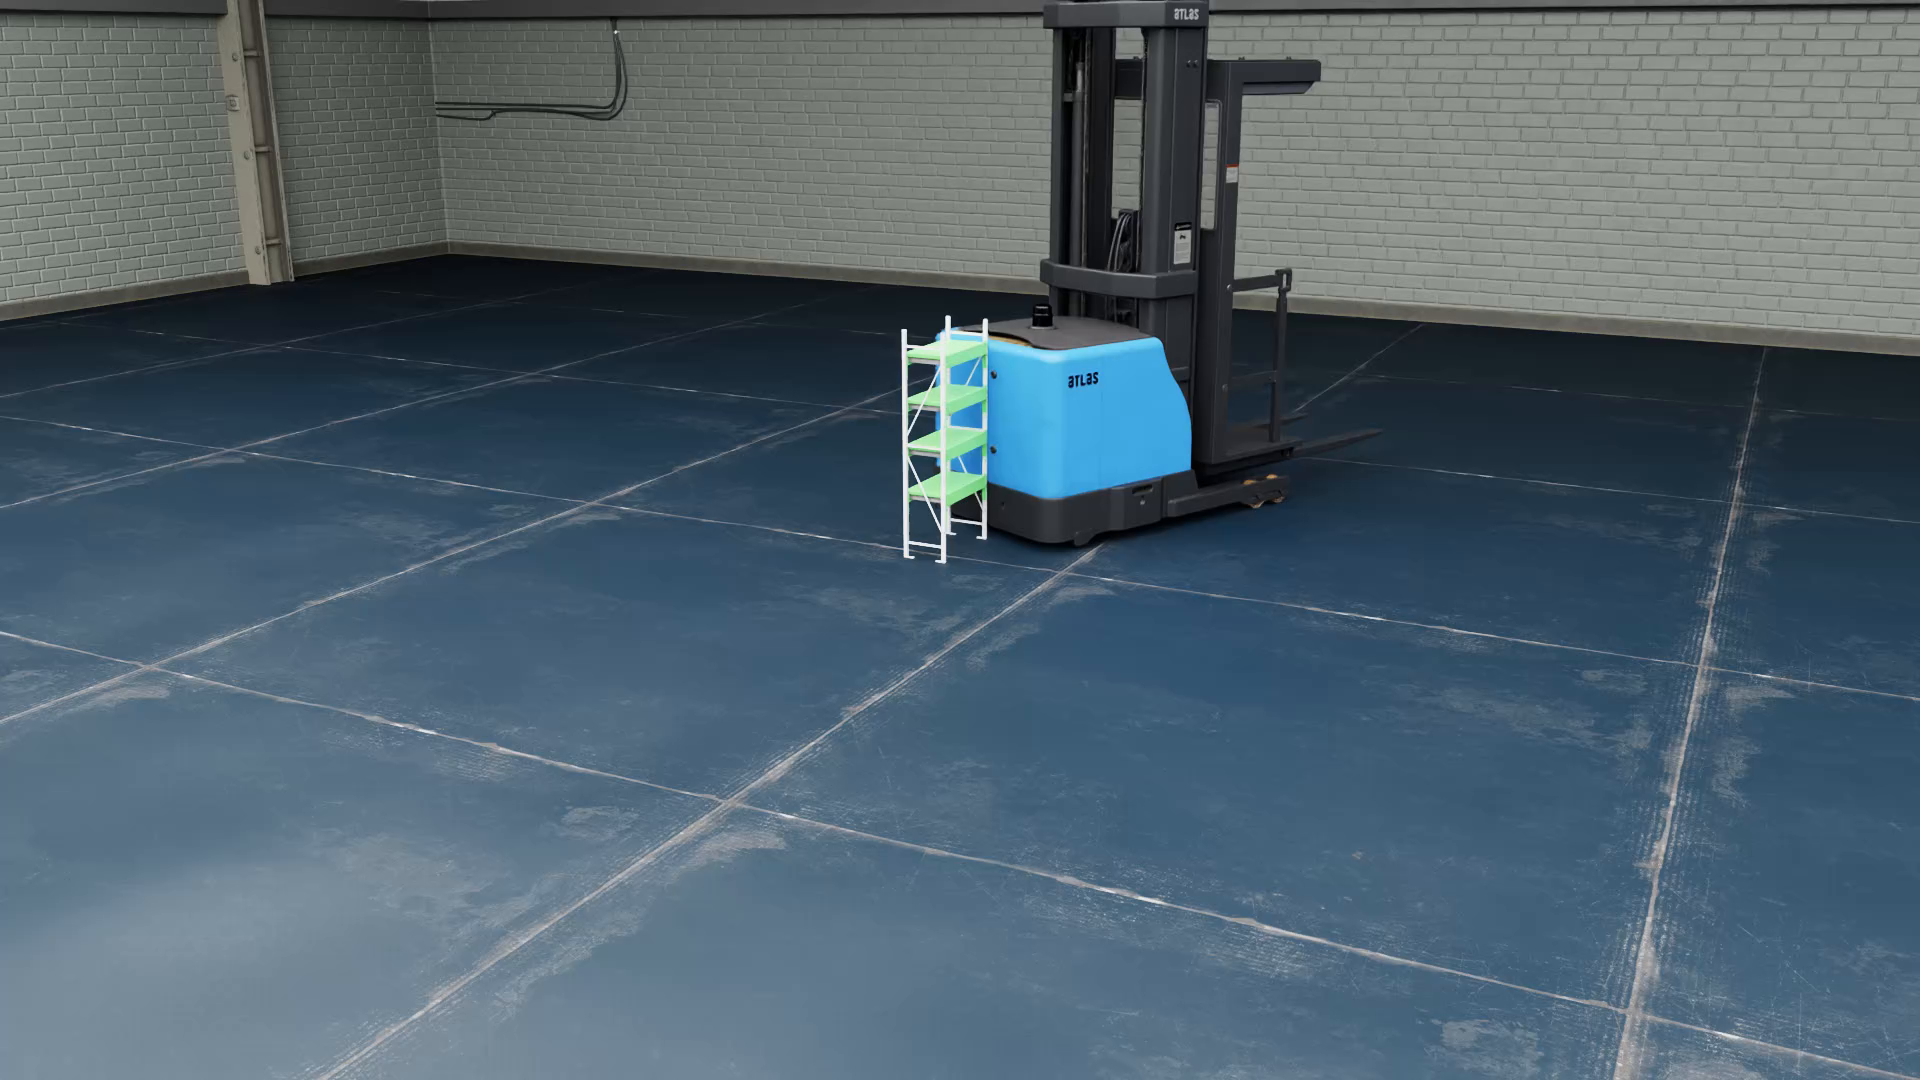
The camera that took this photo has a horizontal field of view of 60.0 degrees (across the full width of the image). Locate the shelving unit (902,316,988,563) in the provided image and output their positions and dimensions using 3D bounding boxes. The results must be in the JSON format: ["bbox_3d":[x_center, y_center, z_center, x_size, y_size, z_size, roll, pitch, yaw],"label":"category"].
[{"bbox_3d":[-0.074,-0.533,8.712,0.258,1.200,0.503,8,18,25],"label":"shelving unit"}]

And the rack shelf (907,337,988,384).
[{"bbox_3d":[-0.074,-0.932,8.593,0.258,0.148,0.480,8,18,25],"label":"rack shelf"}]

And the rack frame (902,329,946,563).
[{"bbox_3d":[-0.183,-0.471,8.502,0.240,1.200,0.015,8,18,25],"label":"rack frame"}]

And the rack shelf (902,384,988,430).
[{"bbox_3d":[-0.074,-0.702,8.661,0.258,0.148,0.480,8,18,25],"label":"rack shelf"}]

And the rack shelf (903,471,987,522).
[{"bbox_3d":[-0.074,-0.242,8.798,0.258,0.148,0.480,8,18,25],"label":"rack shelf"}]

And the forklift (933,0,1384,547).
[{"bbox_3d":[1.314,-1.692,9.573,3.031,2.935,1.130,-13,21,-37],"label":"forklift"}]

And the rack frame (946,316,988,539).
[{"bbox_3d":[0.035,-0.595,8.921,0.240,1.200,0.015,8,18,25],"label":"rack frame"}]

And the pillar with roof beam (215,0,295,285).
[{"bbox_3d":[-3.970,-6.696,15.765,9.100,9.000,0.400,8,18,25],"label":"pillar with roof beam"}]

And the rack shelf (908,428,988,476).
[{"bbox_3d":[-0.074,-0.472,8.730,0.258,0.148,0.480,8,18,25],"label":"rack shelf"}]

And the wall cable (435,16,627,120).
[{"bbox_3d":[-5.322,-6.338,20.011,3.097,2.526,0.112,8,18,25],"label":"wall cable"}]
